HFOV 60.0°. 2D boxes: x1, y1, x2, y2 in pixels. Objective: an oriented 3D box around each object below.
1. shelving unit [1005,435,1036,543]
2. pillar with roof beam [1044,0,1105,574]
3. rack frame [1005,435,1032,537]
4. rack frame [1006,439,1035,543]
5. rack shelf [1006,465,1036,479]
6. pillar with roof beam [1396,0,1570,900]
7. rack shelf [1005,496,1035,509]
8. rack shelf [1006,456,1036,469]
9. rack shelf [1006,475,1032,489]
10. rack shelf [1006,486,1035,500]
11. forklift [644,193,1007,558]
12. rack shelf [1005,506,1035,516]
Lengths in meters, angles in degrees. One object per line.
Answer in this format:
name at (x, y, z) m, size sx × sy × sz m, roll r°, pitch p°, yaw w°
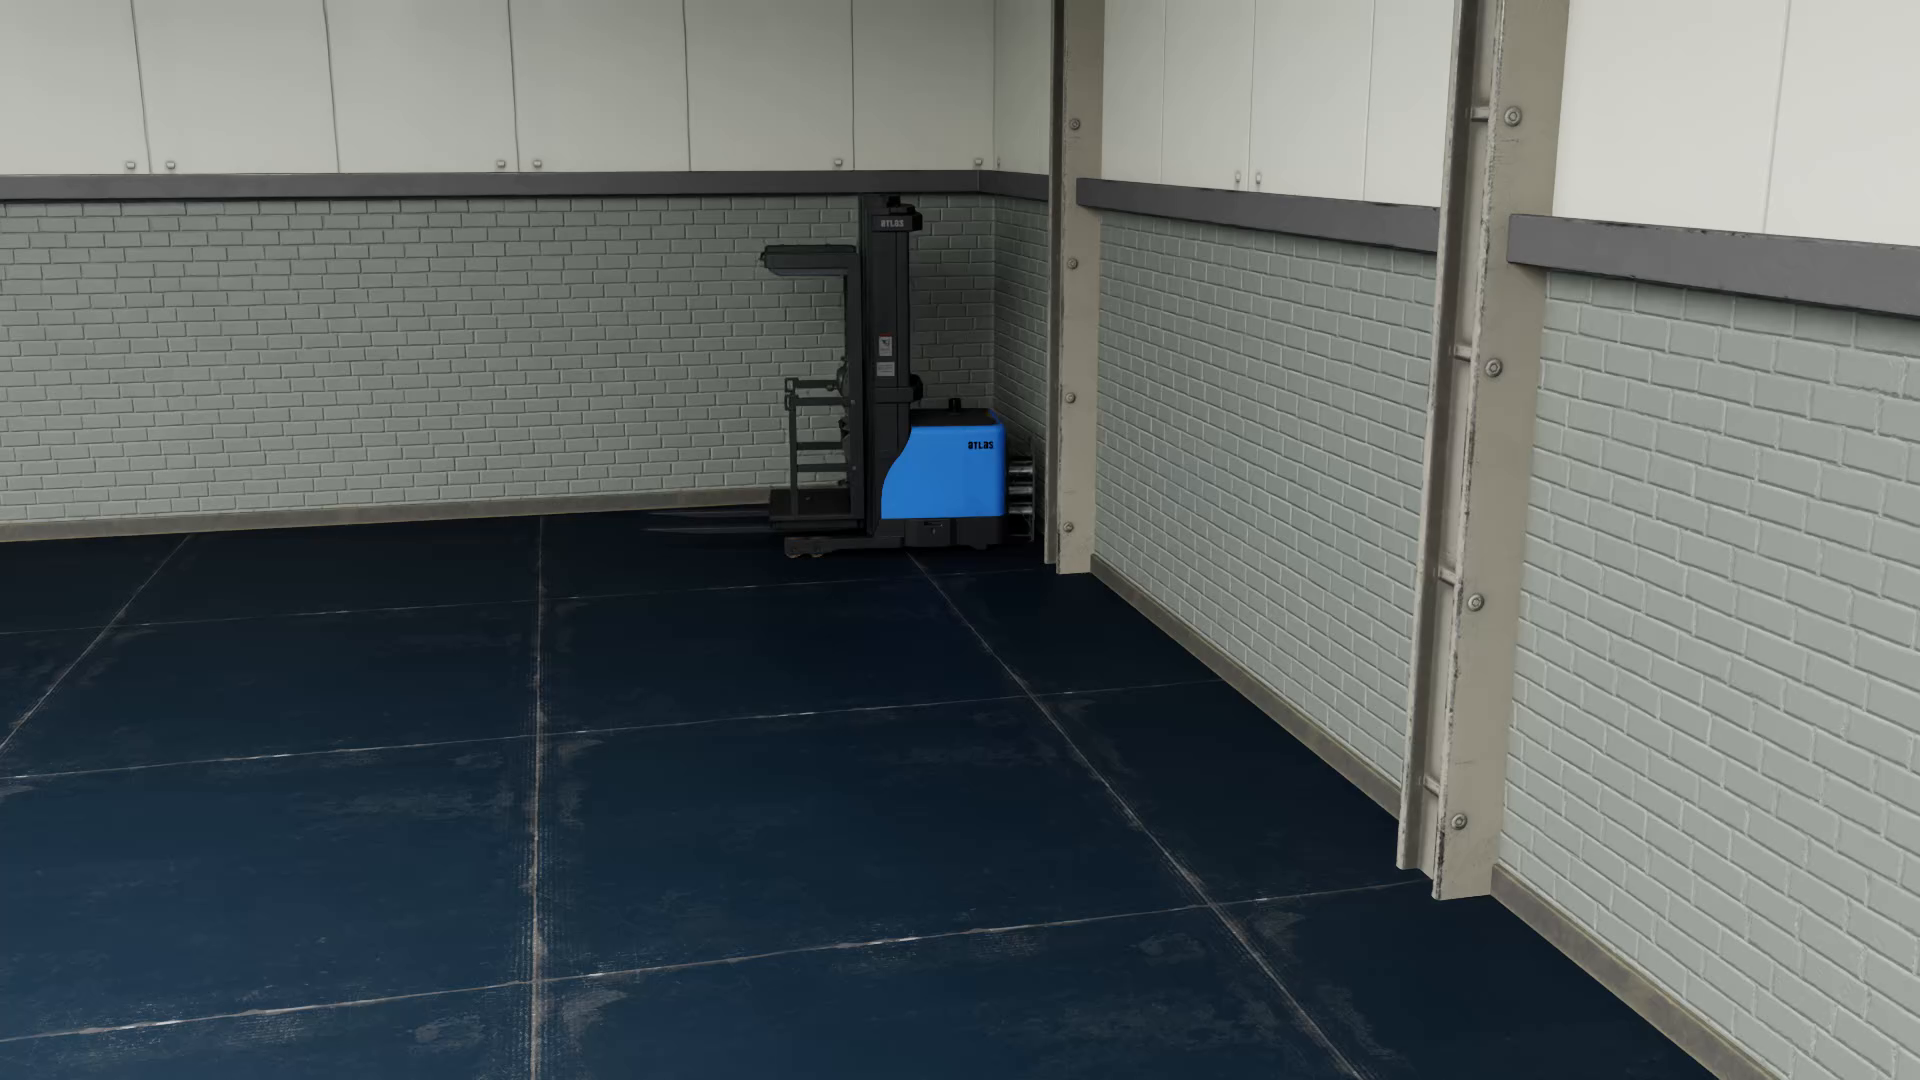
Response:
shelving unit at (0.509, -0.442, 14.340) m, size 0.258 × 0.900 × 0.210 m, roll -1°, pitch 14°, yaw -6°
pillar with roof beam at (-3.297, -3.913, 11.482) m, size 9.100 × 9.000 × 0.400 m, roll -3°, pitch 14°, yaw -13°
rack frame at (0.499, -0.466, 14.438) m, size 0.240 × 0.900 × 0.006 m, roll -1°, pitch 14°, yaw -6°
rack frame at (0.519, -0.418, 14.241) m, size 0.240 × 0.900 × 0.006 m, roll -1°, pitch 14°, yaw -6°
rack shelf at (0.509, -0.585, 14.305) m, size 0.258 × 0.077 × 0.200 m, roll -1°, pitch 14°, yaw -6°
pillar with roof beam at (-1.888, -2.529, 5.816) m, size 9.100 × 9.000 × 0.400 m, roll -3°, pitch 14°, yaw -13°
rack shelf at (0.509, -0.323, 14.369) m, size 0.258 × 0.077 × 0.200 m, roll -1°, pitch 14°, yaw -6°
rack shelf at (0.510, -0.672, 14.283) m, size 0.258 × 0.077 × 0.200 m, roll -1°, pitch 14°, yaw -6°
rack shelf at (0.509, -0.497, 14.326) m, size 0.258 × 0.077 × 0.200 m, roll -1°, pitch 14°, yaw -6°
rack shelf at (0.509, -0.410, 14.347) m, size 0.258 × 0.077 × 0.200 m, roll -1°, pitch 14°, yaw -6°
forklift at (-1.154, -1.407, 14.011) m, size 3.031 × 2.935 × 1.130 m, roll -1°, pitch 14°, yaw -6°
rack shelf at (0.508, -0.235, 14.390) m, size 0.258 × 0.077 × 0.200 m, roll -1°, pitch 14°, yaw -6°
